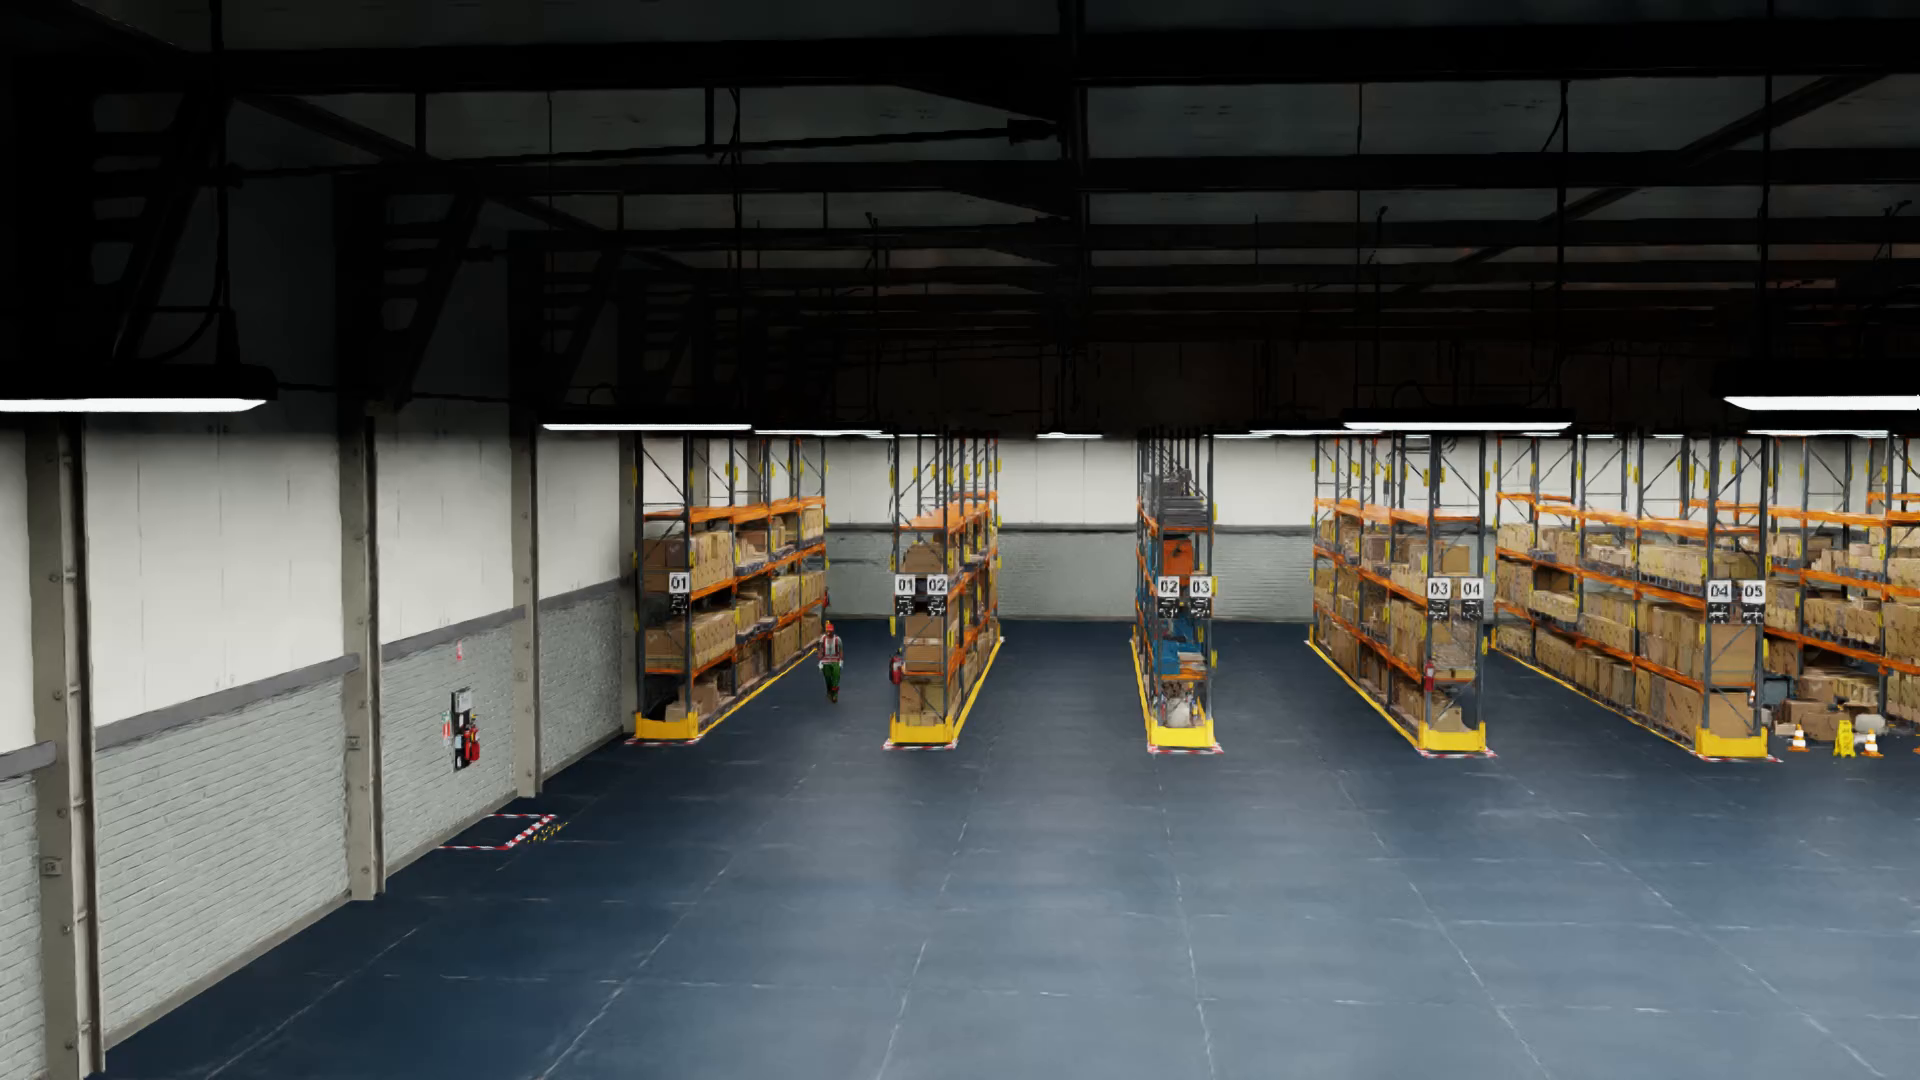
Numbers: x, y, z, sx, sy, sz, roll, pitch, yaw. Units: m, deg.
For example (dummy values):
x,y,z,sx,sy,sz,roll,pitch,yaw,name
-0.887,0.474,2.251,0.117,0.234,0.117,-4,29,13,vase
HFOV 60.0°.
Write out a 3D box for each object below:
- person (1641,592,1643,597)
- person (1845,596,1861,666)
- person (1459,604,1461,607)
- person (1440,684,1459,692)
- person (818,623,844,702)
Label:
x,y,z,sx,sy,sz,roll,pitch,yaw,name
18.062,2.213,44.174,0.467,1.749,0.565,1,4,16,person
22.580,2.288,42.253,0.591,1.763,0.685,2,4,26,person
12.698,2.345,42.057,0.580,1.666,0.575,2,4,28,person
11.125,2.541,37.779,0.447,1.782,0.678,-1,4,-15,person
-2.840,2.664,36.437,0.556,1.709,1.127,0,3,2,person
